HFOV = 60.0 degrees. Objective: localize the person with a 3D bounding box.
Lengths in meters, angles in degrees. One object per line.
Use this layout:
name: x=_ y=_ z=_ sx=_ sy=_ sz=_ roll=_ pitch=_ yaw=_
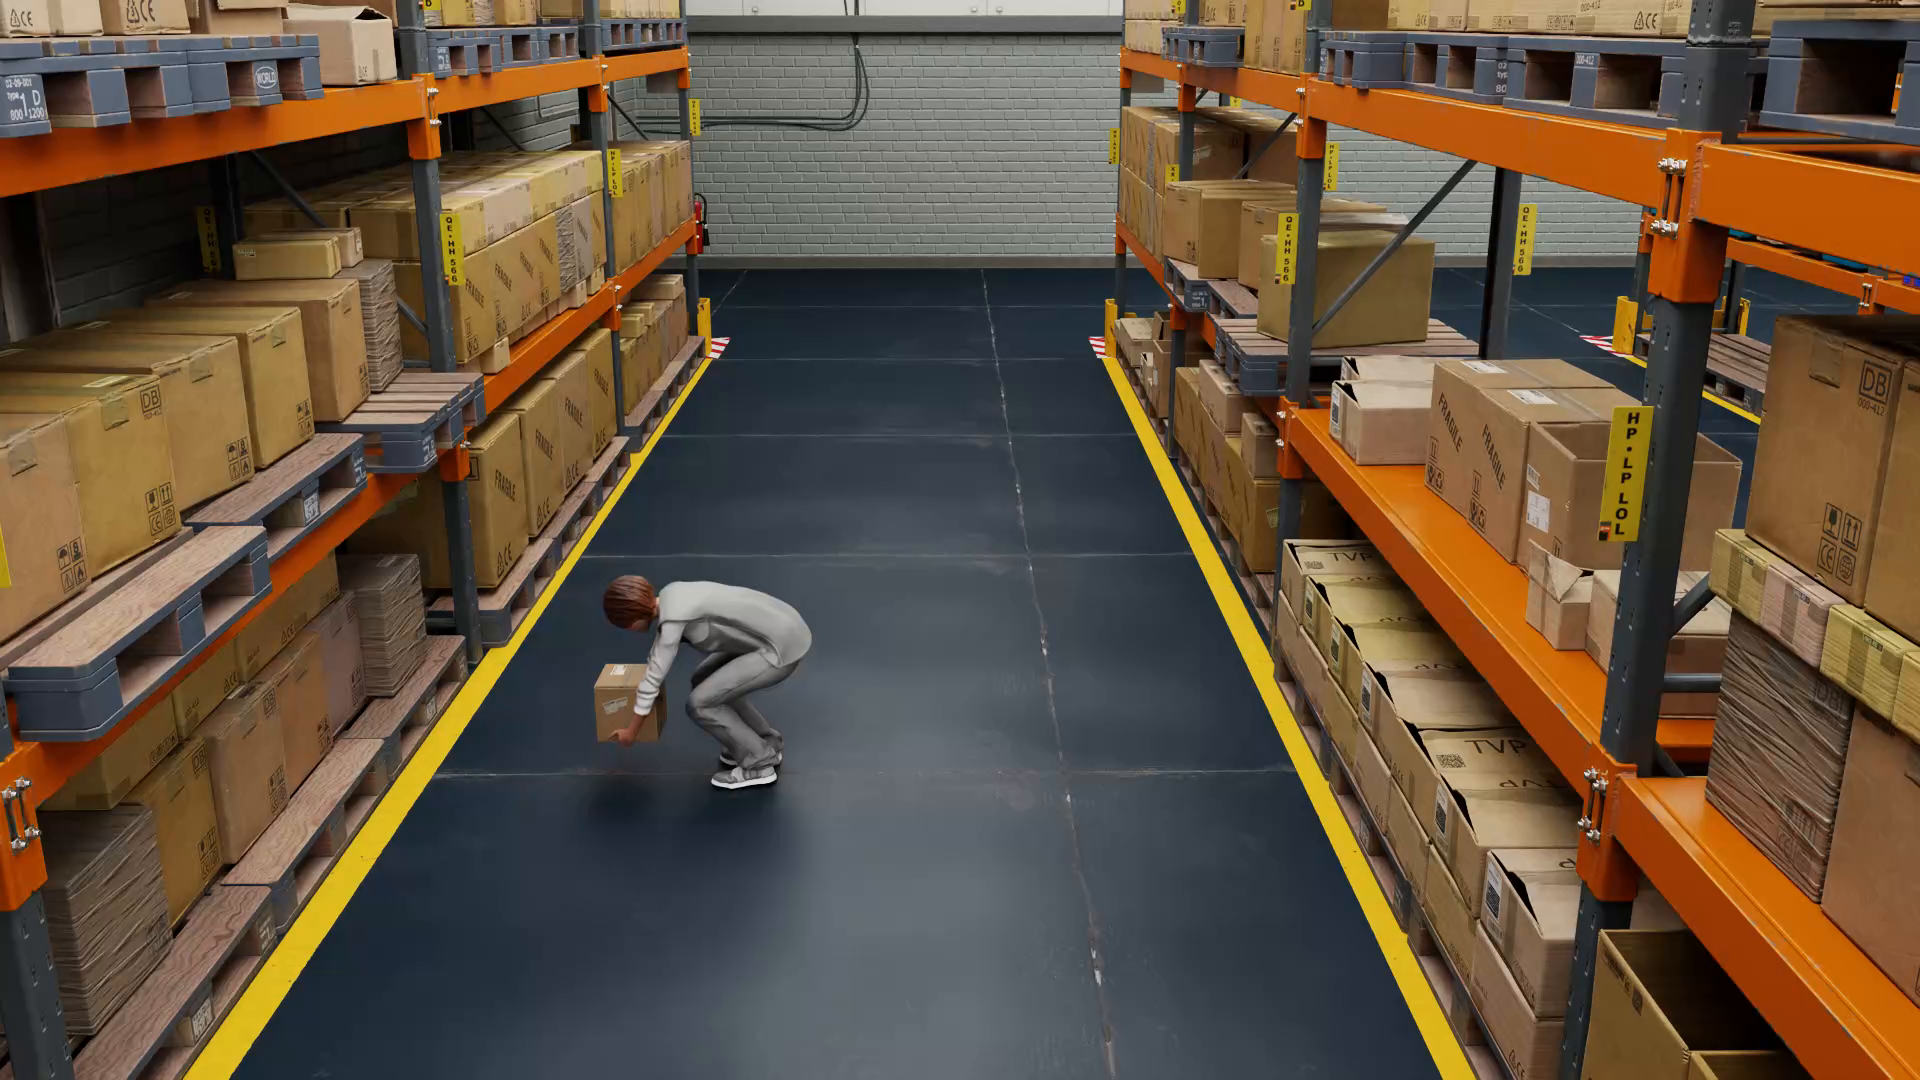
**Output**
person: x=-1.036 y=0.571 z=6.925 sx=0.849 sy=0.892 sz=0.430 roll=-1 pitch=17 yaw=-3
